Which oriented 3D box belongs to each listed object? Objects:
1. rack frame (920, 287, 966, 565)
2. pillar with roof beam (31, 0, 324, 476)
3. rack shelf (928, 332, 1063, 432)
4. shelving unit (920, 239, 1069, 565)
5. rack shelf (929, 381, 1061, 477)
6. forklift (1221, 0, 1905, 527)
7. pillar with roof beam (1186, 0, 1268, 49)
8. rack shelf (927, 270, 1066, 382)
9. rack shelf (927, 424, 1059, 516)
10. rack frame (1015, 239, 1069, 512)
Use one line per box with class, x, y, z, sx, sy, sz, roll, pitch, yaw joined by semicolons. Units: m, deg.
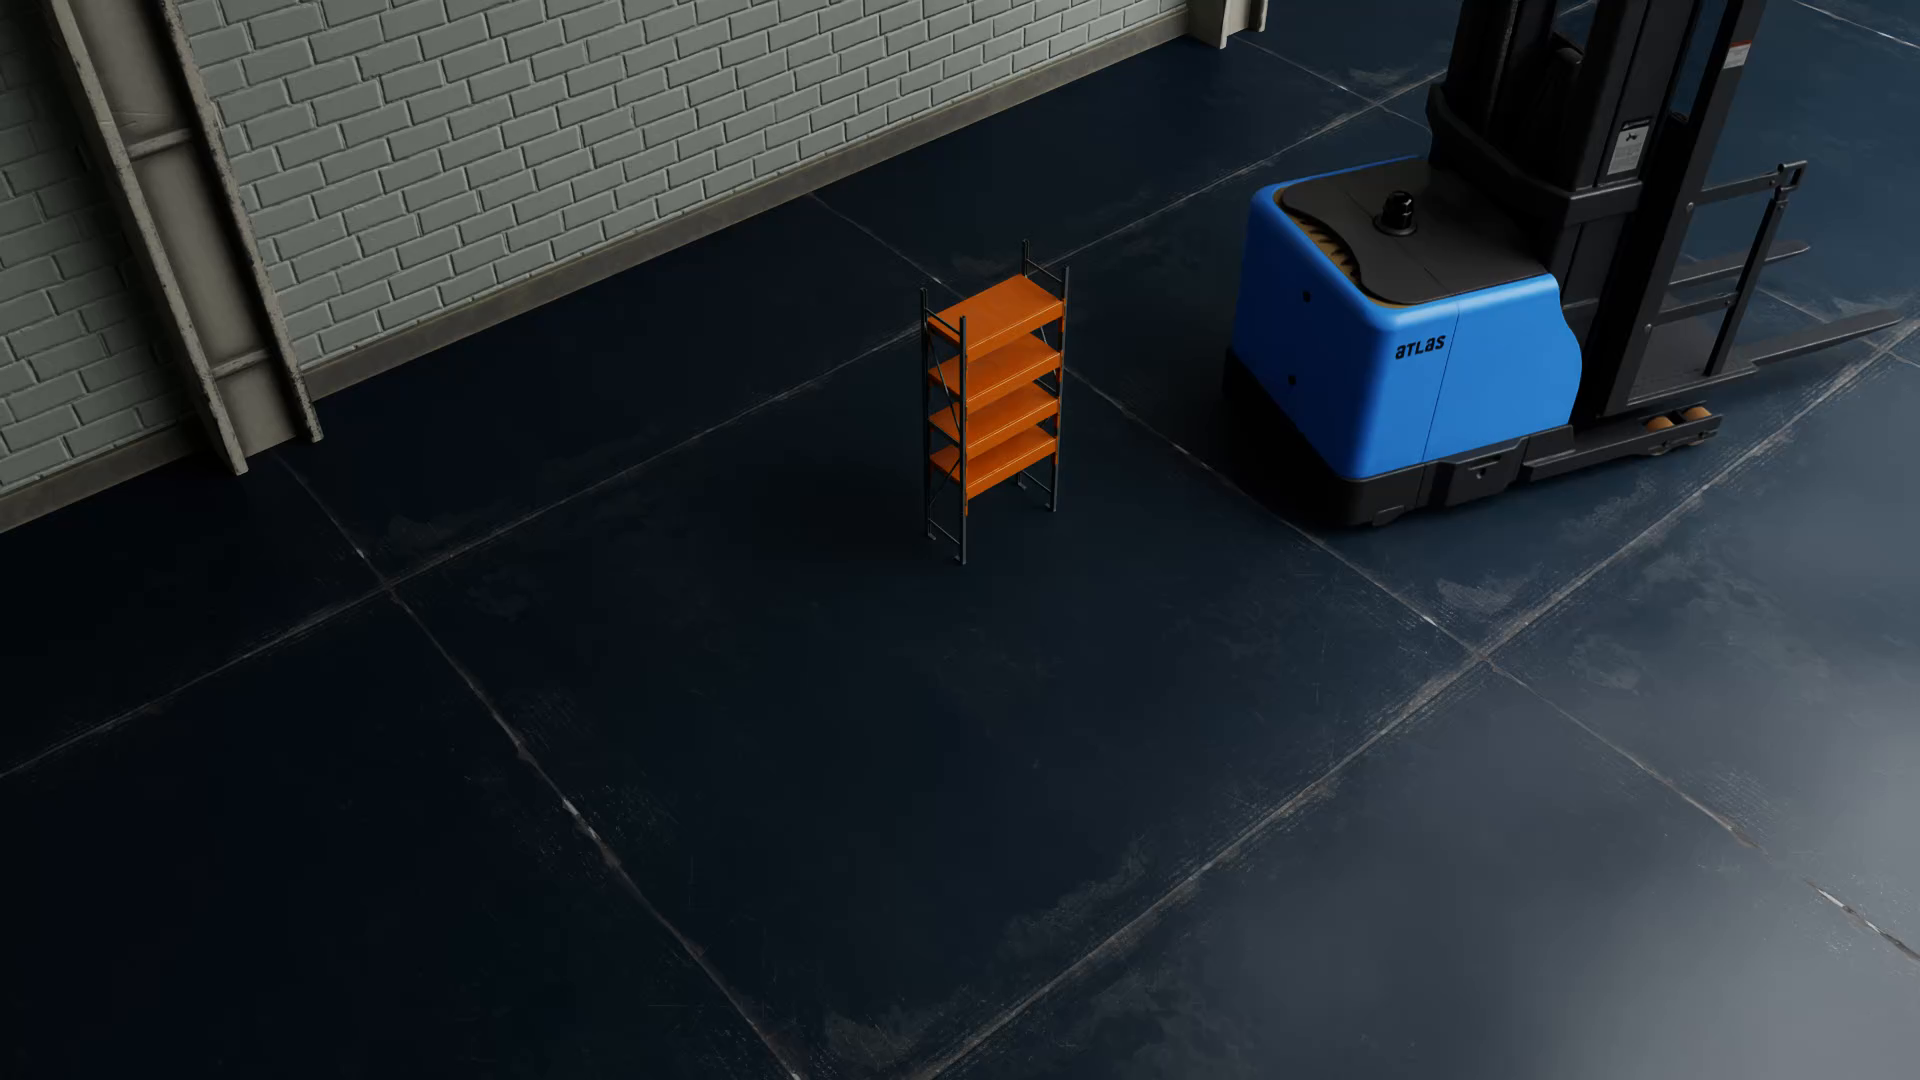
rack frame;-0.060;-0.403;6.303;0.015;1.200;0.240;-30;51;-28
pillar with roof beam;-0.249;-1.457;1.728;0.400;9.000;9.100;-30;51;-28
rack shelf;0.127;-0.624;6.310;0.480;0.148;0.258;-30;51;-28
shelving unit;0.127;-0.510;6.417;0.503;1.200;0.258;-30;51;-28
rack shelf;0.127;-0.461;6.463;0.480;0.148;0.258;-30;51;-28
forklift;2.727;-1.754;6.477;3.031;2.935;1.130;-15;45;-15
pillar with roof beam;4.353;-4.093;4.534;0.400;9.000;9.100;-30;51;-28
rack shelf;0.127;-0.796;6.148;0.480;0.148;0.258;-30;51;-28
rack shelf;0.127;-0.316;6.599;0.480;0.148;0.258;-30;51;-28
rack frame;0.314;-0.617;6.531;0.015;1.200;0.240;-30;51;-28
